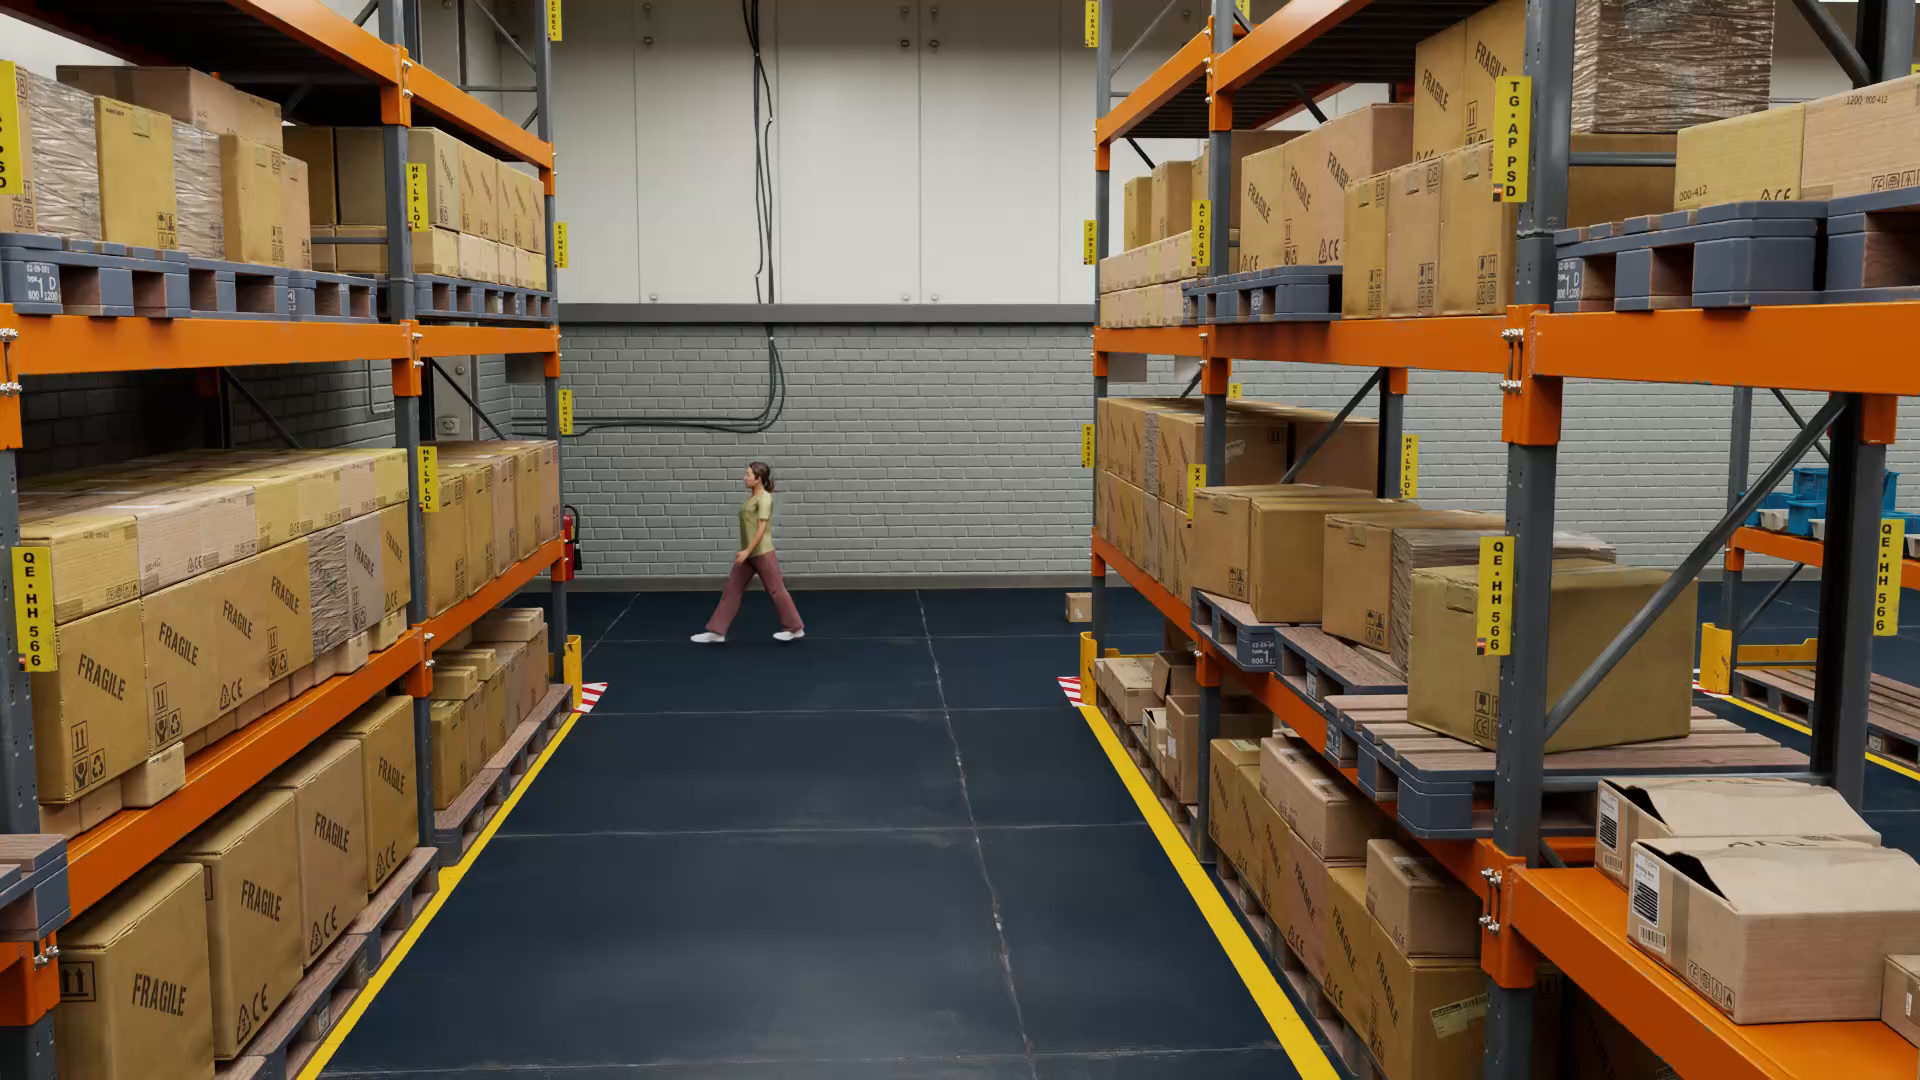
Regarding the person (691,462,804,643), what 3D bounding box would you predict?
[{"bbox_3d":[-1.873,0.126,14.717,1.024,1.580,0.457,-3,8,-26],"label":"person"}]
